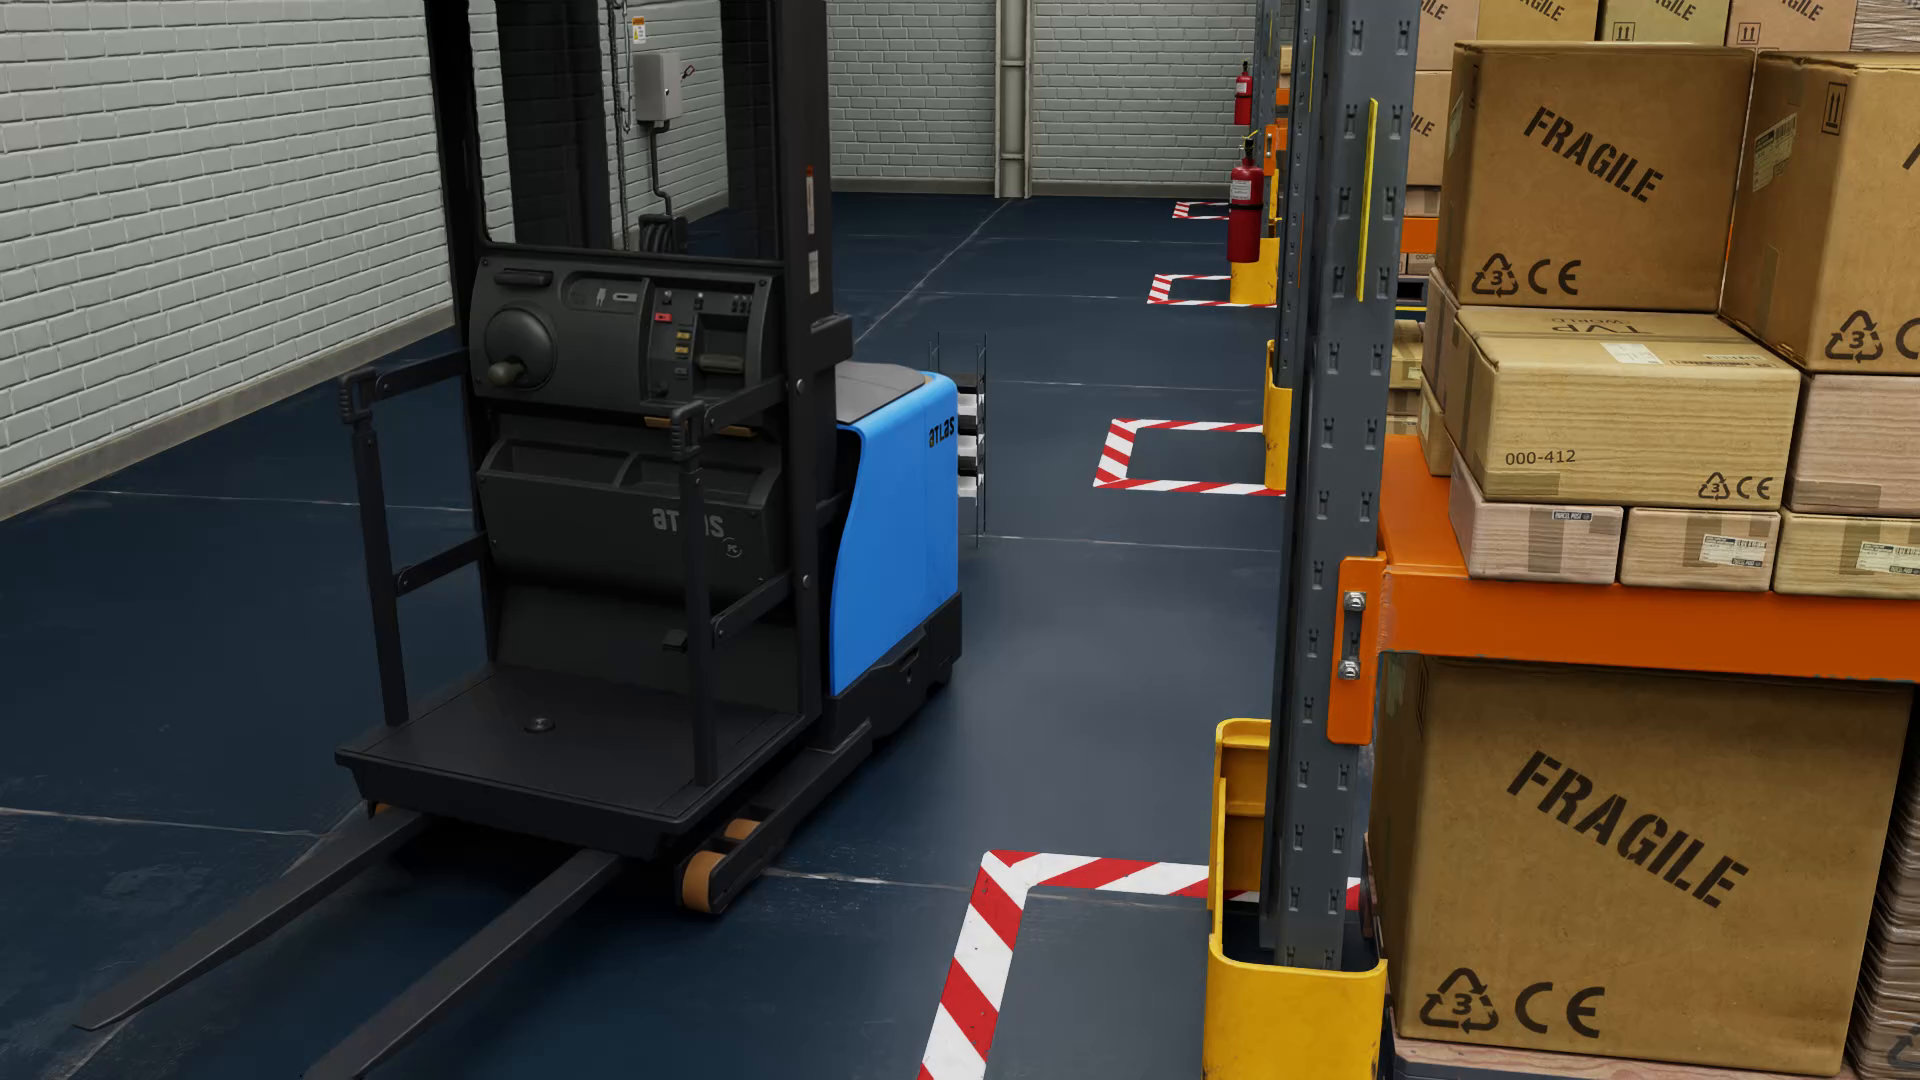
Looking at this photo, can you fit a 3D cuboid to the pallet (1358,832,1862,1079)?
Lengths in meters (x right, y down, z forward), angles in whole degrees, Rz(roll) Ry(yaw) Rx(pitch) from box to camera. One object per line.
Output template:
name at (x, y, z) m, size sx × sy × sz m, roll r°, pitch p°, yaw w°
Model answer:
pallet at (1.576, 1.045, 3.848) m, size 1.213 × 0.211 × 1.003 m, roll 3°, pitch 19°, yaw 9°

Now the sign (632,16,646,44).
sign at (-2.961, -4.710, 15.351) m, size 0.001 × 0.242 × 0.339 m, roll 3°, pitch 19°, yaw 9°

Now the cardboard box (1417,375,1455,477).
cardboard box at (1.178, -0.259, 3.747) m, size 0.250 × 0.149 × 0.380 m, roll 3°, pitch 19°, yaw 10°

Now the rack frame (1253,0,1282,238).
rack frame at (2.346, -3.398, 12.731) m, size 0.127 × 3.000 × 1.000 m, roll 3°, pitch 19°, yaw 9°

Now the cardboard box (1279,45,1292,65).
cardboard box at (3.626, -5.083, 17.535) m, size 0.500 × 0.250 × 0.500 m, roll 3°, pitch 19°, yaw 10°

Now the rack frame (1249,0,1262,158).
rack frame at (3.130, -4.953, 17.379) m, size 0.127 × 3.000 × 1.000 m, roll 3°, pitch 19°, yaw 9°

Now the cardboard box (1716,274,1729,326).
cardboard box at (1.795, -0.396, 3.528) m, size 0.500 × 0.250 × 0.500 m, roll 3°, pitch 19°, yaw 8°

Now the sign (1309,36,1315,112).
sign at (1.575, -2.083, 7.436) m, size 0.005 × 0.325 × 0.100 m, roll 3°, pitch 19°, yaw 9°

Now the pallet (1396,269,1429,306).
pallet at (3.148, -2.060, 13.127) m, size 1.213 × 0.211 × 1.003 m, roll 3°, pitch 19°, yaw 9°

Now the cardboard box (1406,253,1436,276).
cardboard box at (3.918, -2.337, 12.936) m, size 0.875 × 0.438 × 0.875 m, roll 3°, pitch 19°, yaw 10°

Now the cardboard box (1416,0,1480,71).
cardboard box at (2.062, -2.399, 7.543) m, size 0.500 × 0.500 × 0.500 m, roll 3°, pitch 19°, yaw 8°

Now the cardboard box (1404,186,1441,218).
cardboard box at (2.186, -1.604, 7.766) m, size 0.250 × 0.149 × 0.380 m, roll 4°, pitch 19°, yaw 11°

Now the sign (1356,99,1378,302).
sign at (0.680, -0.568, 2.784) m, size 0.005 × 0.325 × 0.100 m, roll 3°, pitch 19°, yaw 9°

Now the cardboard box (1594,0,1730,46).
cardboard box at (3.071, -2.342, 7.374) m, size 0.500 × 0.500 × 0.500 m, roll 2°, pitch 19°, yaw 7°

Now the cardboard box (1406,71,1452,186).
cardboard box at (2.060, -1.921, 7.692) m, size 0.500 × 0.500 × 0.500 m, roll 4°, pitch 19°, yaw 11°

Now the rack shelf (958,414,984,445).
rack shelf at (-0.008, -0.481, 7.144) m, size 0.200 × 0.077 × 0.258 m, roll 3°, pitch 19°, yaw 9°

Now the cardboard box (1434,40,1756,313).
cardboard box at (1.297, -0.777, 3.483) m, size 0.500 × 0.500 × 0.500 m, roll 3°, pitch 19°, yaw 9°

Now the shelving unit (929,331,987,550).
shelving unit at (-0.008, -0.427, 7.162) m, size 0.210 × 0.900 × 0.258 m, roll 3°, pitch 19°, yaw 9°

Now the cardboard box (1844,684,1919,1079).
cardboard box at (2.317, 0.568, 3.565) m, size 0.875 × 0.875 × 0.875 m, roll 3°, pitch 19°, yaw 9°

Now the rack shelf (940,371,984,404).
rack shelf at (-0.008, -0.652, 7.086) m, size 0.200 × 0.077 × 0.258 m, roll 3°, pitch 19°, yaw 9°

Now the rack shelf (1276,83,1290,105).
rack shelf at (5.104, -4.511, 17.193) m, size 4.000 × 0.370 × 1.077 m, roll 3°, pitch 19°, yaw 9°

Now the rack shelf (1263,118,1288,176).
rack shelf at (4.321, -2.956, 12.544) m, size 4.000 × 0.370 × 1.077 m, roll 3°, pitch 19°, yaw 9°

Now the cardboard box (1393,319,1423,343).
cardboard box at (2.223, -1.024, 8.530) m, size 0.250 × 0.149 × 0.380 m, roll 3°, pitch 19°, yaw 9°

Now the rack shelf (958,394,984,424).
rack shelf at (-0.008, -0.566, 7.115) m, size 0.200 × 0.077 × 0.258 m, roll 3°, pitch 19°, yaw 9°

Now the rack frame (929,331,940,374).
rack frame at (-0.108, -0.432, 7.177) m, size 0.006 × 0.900 × 0.240 m, roll 3°, pitch 19°, yaw 9°

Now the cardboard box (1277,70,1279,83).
cardboard box at (3.499, -4.901, 17.621) m, size 0.250 × 0.149 × 0.380 m, roll 3°, pitch 19°, yaw 8°

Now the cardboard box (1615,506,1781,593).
cardboard box at (1.326, -0.040, 3.092) m, size 0.250 × 0.149 × 0.380 m, roll 3°, pitch 19°, yaw 8°

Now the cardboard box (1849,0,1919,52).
cardboard box at (4.089, -2.297, 7.238) m, size 0.500 × 0.500 × 0.500 m, roll 3°, pitch 19°, yaw 10°

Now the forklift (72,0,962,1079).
forklift at (-1.013, -0.557, 4.350) m, size 1.130 × 2.935 × 3.031 m, roll 7°, pitch 20°, yaw 21°

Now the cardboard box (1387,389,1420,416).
cardboard box at (2.137, -0.724, 8.101) m, size 0.250 × 0.149 × 0.380 m, roll 4°, pitch 19°, yaw 11°

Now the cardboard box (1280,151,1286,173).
cardboard box at (3.718, -3.908, 17.528) m, size 0.637 × 0.503 × 0.797 m, roll 2°, pitch 19°, yaw 6°

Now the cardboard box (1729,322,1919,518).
cardboard box at (1.719, -0.230, 3.032) m, size 0.500 × 0.250 × 0.500 m, roll 3°, pitch 19°, yaw 8°

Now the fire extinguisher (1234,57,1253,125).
fire extinguisher at (2.911, -4.602, 17.040) m, size 0.183 × 0.674 × 0.296 m, roll 3°, pitch 19°, yaw 9°

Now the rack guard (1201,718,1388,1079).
rack guard at (0.750, 0.891, 3.853) m, size 0.348 × 0.500 × 1.175 m, roll 3°, pitch 19°, yaw 9°

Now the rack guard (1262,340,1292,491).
rack guard at (1.736, -0.653, 8.466) m, size 0.348 × 0.500 × 1.175 m, roll 3°, pitch 19°, yaw 9°
